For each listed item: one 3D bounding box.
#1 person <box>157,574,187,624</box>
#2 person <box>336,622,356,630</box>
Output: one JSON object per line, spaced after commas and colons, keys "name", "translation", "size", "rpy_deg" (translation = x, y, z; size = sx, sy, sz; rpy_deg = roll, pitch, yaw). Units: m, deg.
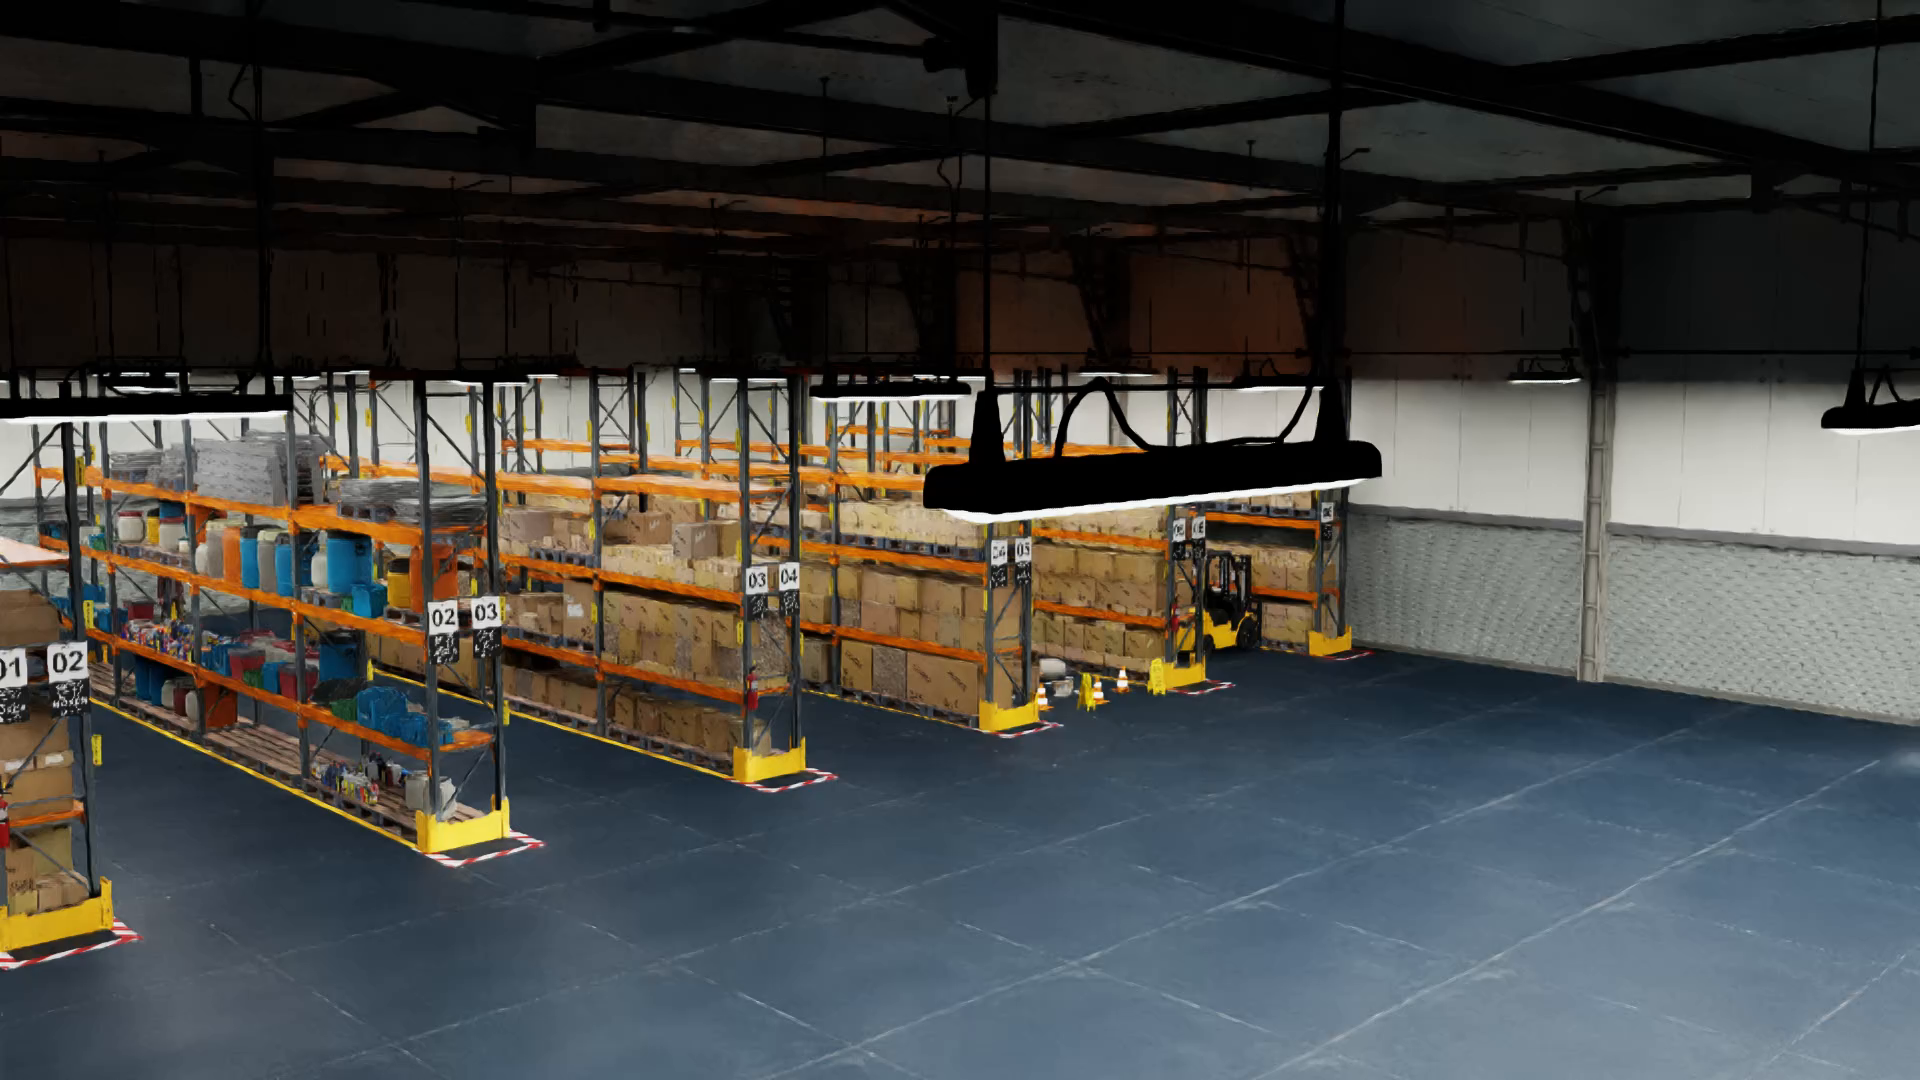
{"name": "person", "translation": [-17.786, 1.292, 37.520], "size": [0.598, 1.588, 1.192], "rpy_deg": [-6, 9, -42]}
{"name": "person", "translation": [-11.705, 1.867, 31.563], "size": [0.494, 1.786, 0.606], "rpy_deg": [-2, 7, -16]}
